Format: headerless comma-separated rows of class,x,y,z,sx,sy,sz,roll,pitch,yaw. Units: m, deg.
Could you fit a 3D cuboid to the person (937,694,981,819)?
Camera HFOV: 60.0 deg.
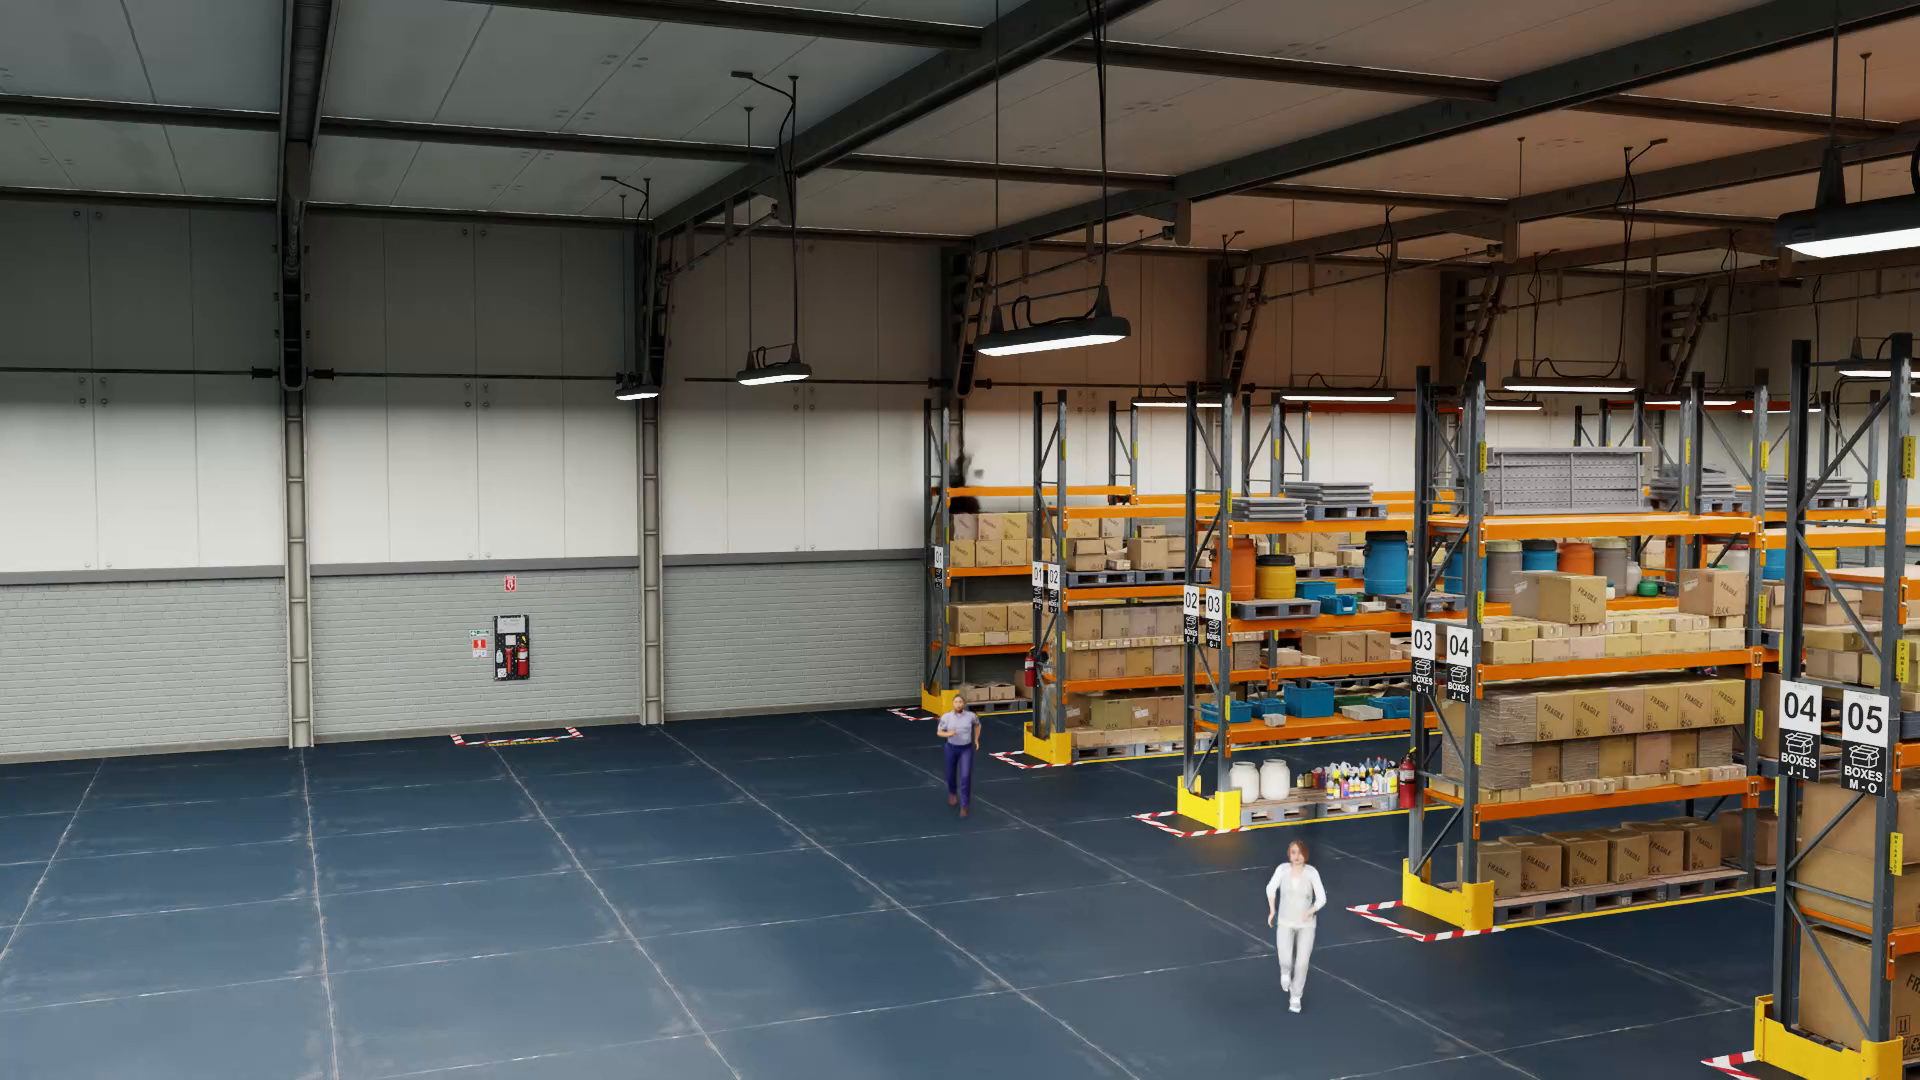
person,-0.014,2.961,23.127,0.601,1.646,0.933,0,3,2

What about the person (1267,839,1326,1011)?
person,3.050,3.503,15.120,0.542,1.558,0.539,1,3,14

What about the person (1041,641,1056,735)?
person,1.663,2.607,29.032,0.875,1.718,0.622,-2,4,-26
